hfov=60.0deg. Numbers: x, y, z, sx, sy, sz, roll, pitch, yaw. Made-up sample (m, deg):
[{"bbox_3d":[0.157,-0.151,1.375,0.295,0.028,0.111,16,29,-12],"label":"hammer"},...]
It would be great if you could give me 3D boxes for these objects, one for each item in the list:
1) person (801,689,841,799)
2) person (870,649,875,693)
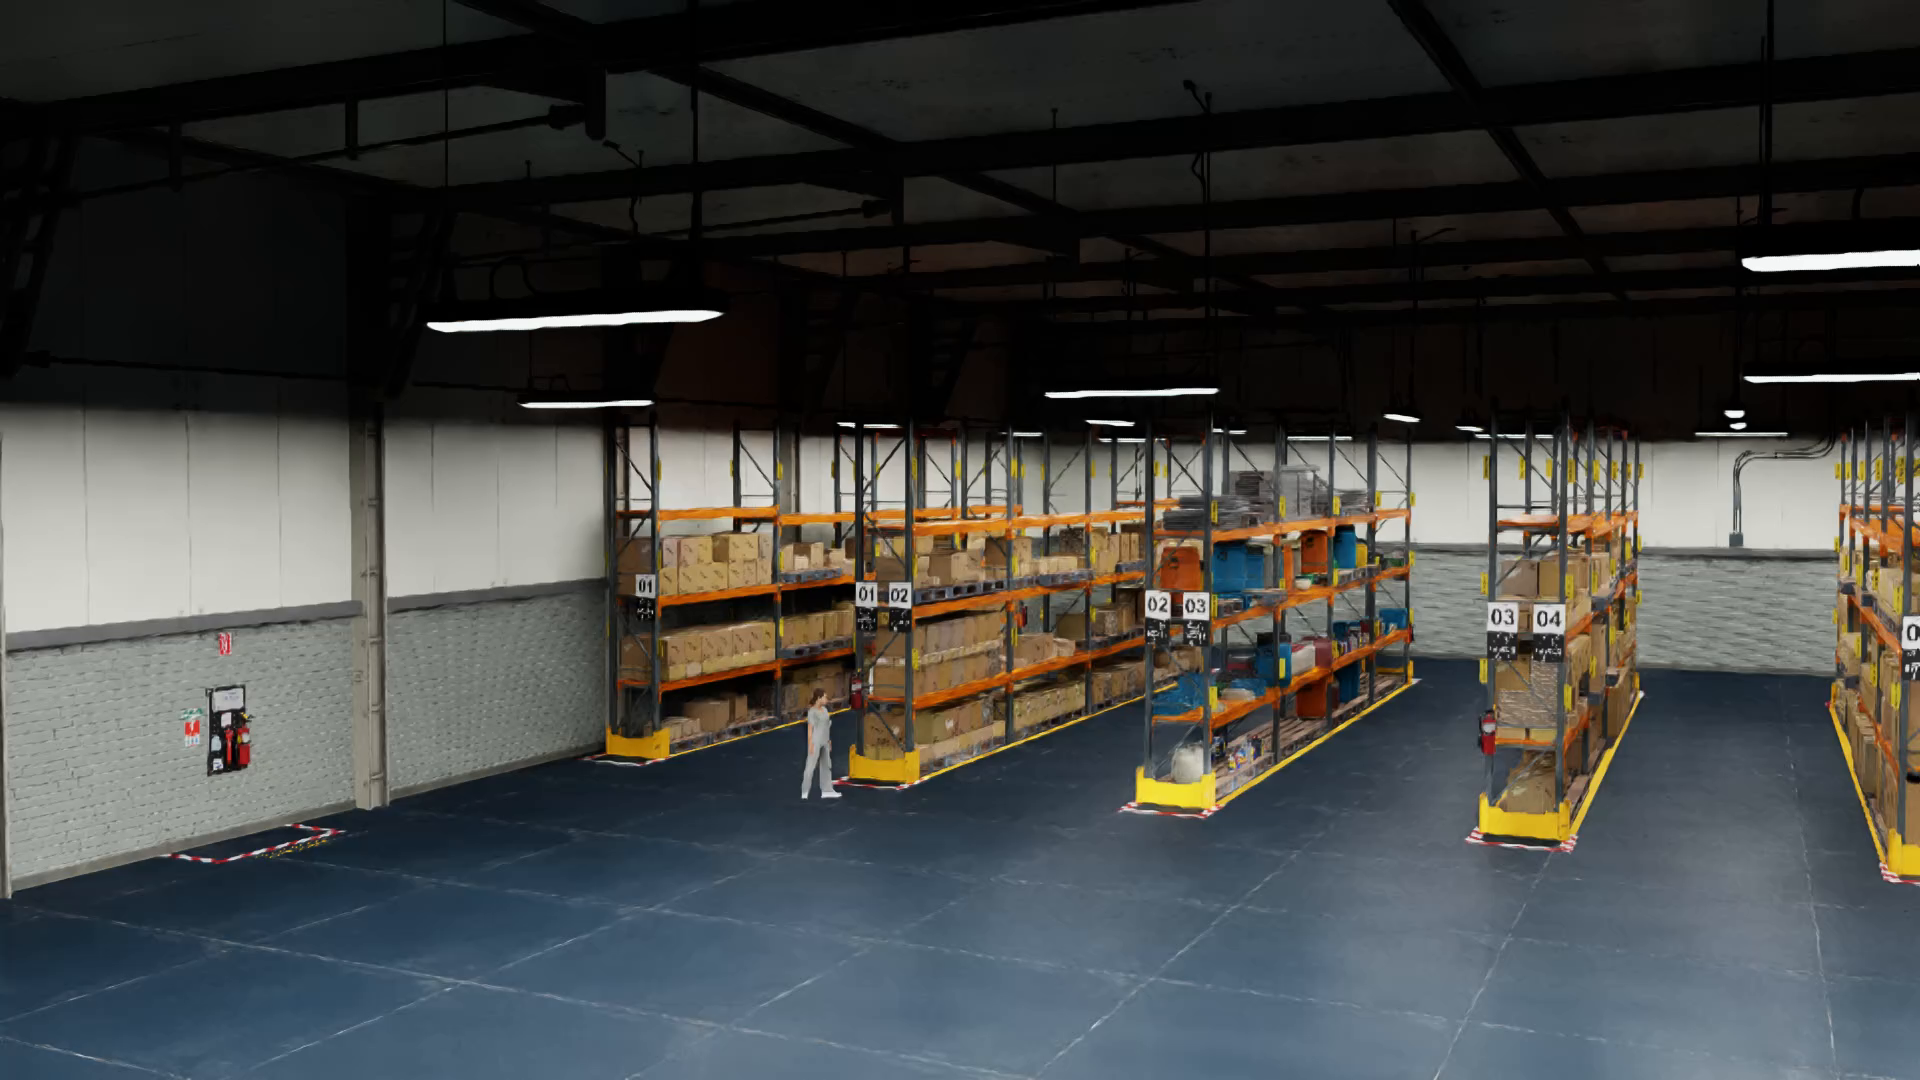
[{"bbox_3d":[-2.163,3.097,25.308,0.494,1.667,0.574,2,3,33],"label":"person"},{"bbox_3d":[-1.536,2.846,31.722,0.453,1.585,0.976,1,3,23],"label":"person"}]
